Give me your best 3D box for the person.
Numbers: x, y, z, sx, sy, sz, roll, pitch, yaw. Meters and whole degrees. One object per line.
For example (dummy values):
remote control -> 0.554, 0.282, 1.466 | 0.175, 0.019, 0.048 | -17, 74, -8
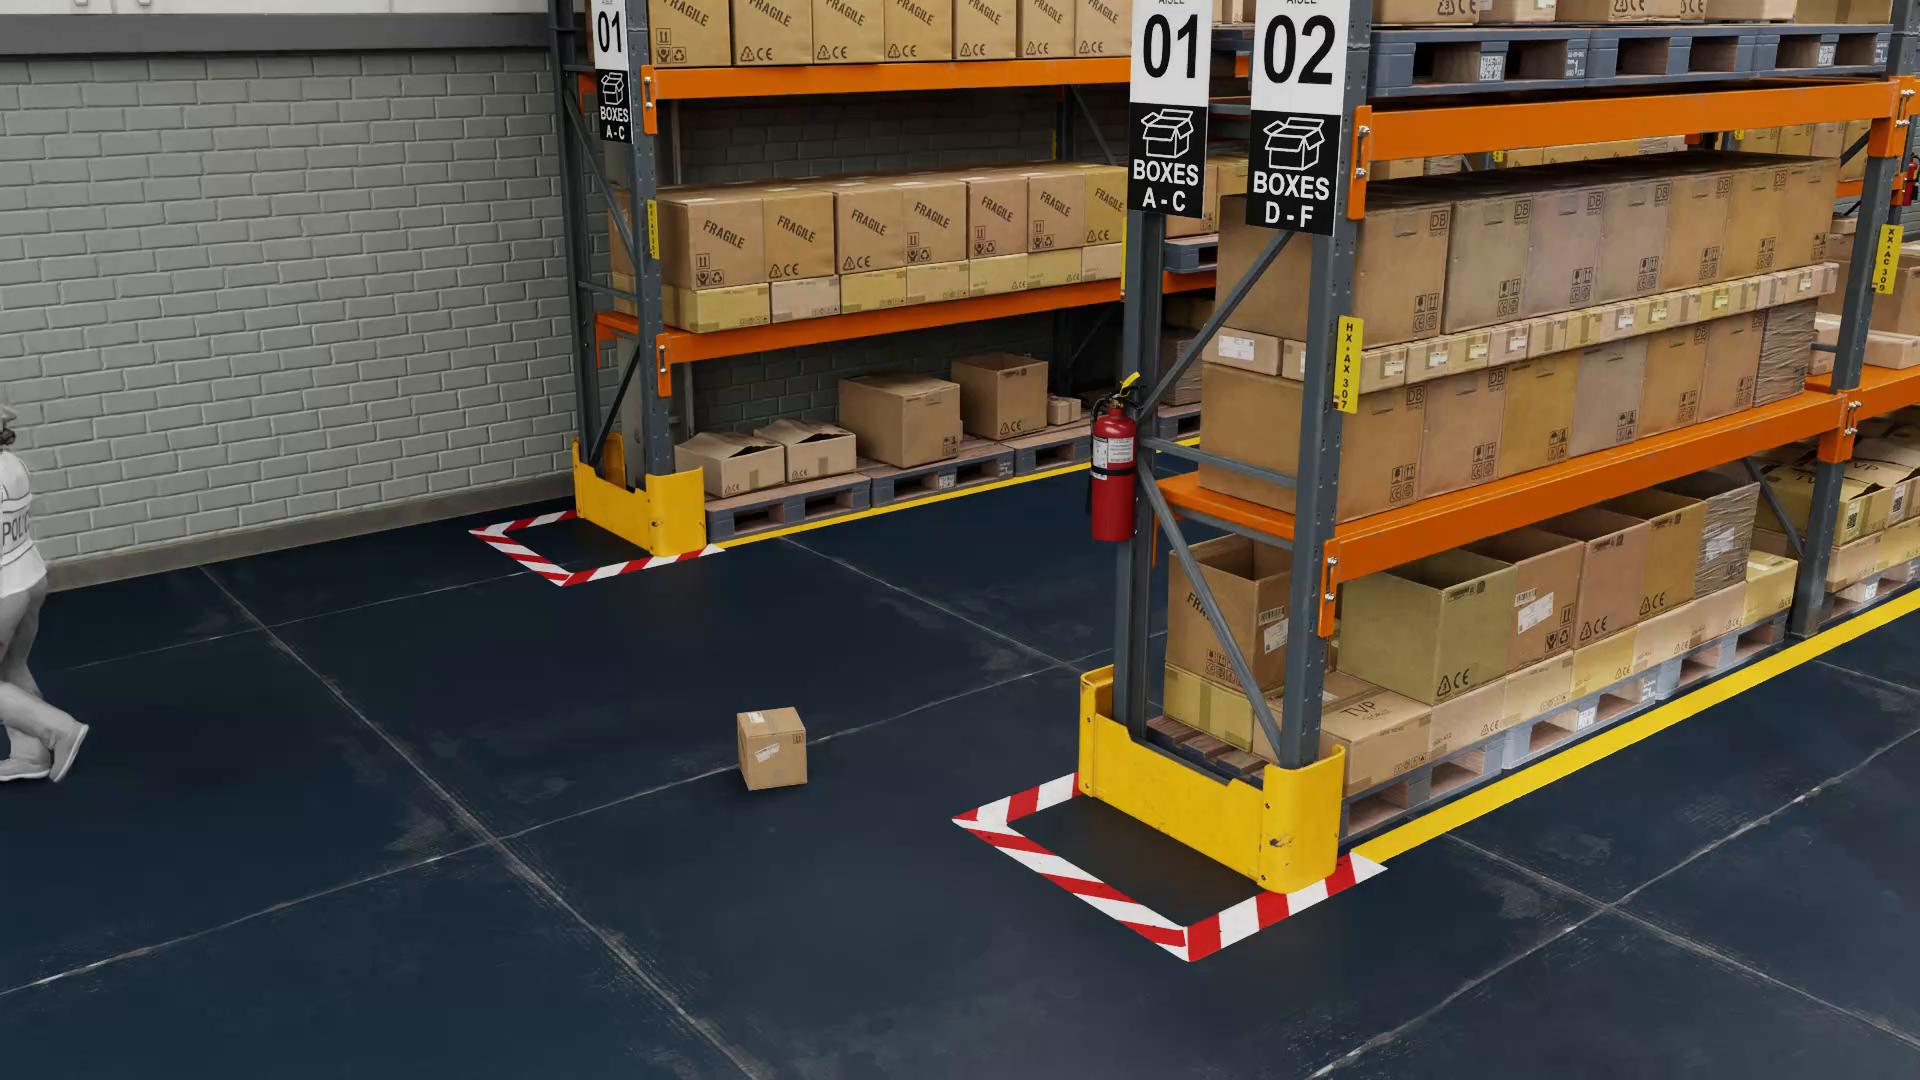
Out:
person -> -3.933, 0.213, 6.763 | 0.436, 1.684, 0.443 | -2, 18, -5
